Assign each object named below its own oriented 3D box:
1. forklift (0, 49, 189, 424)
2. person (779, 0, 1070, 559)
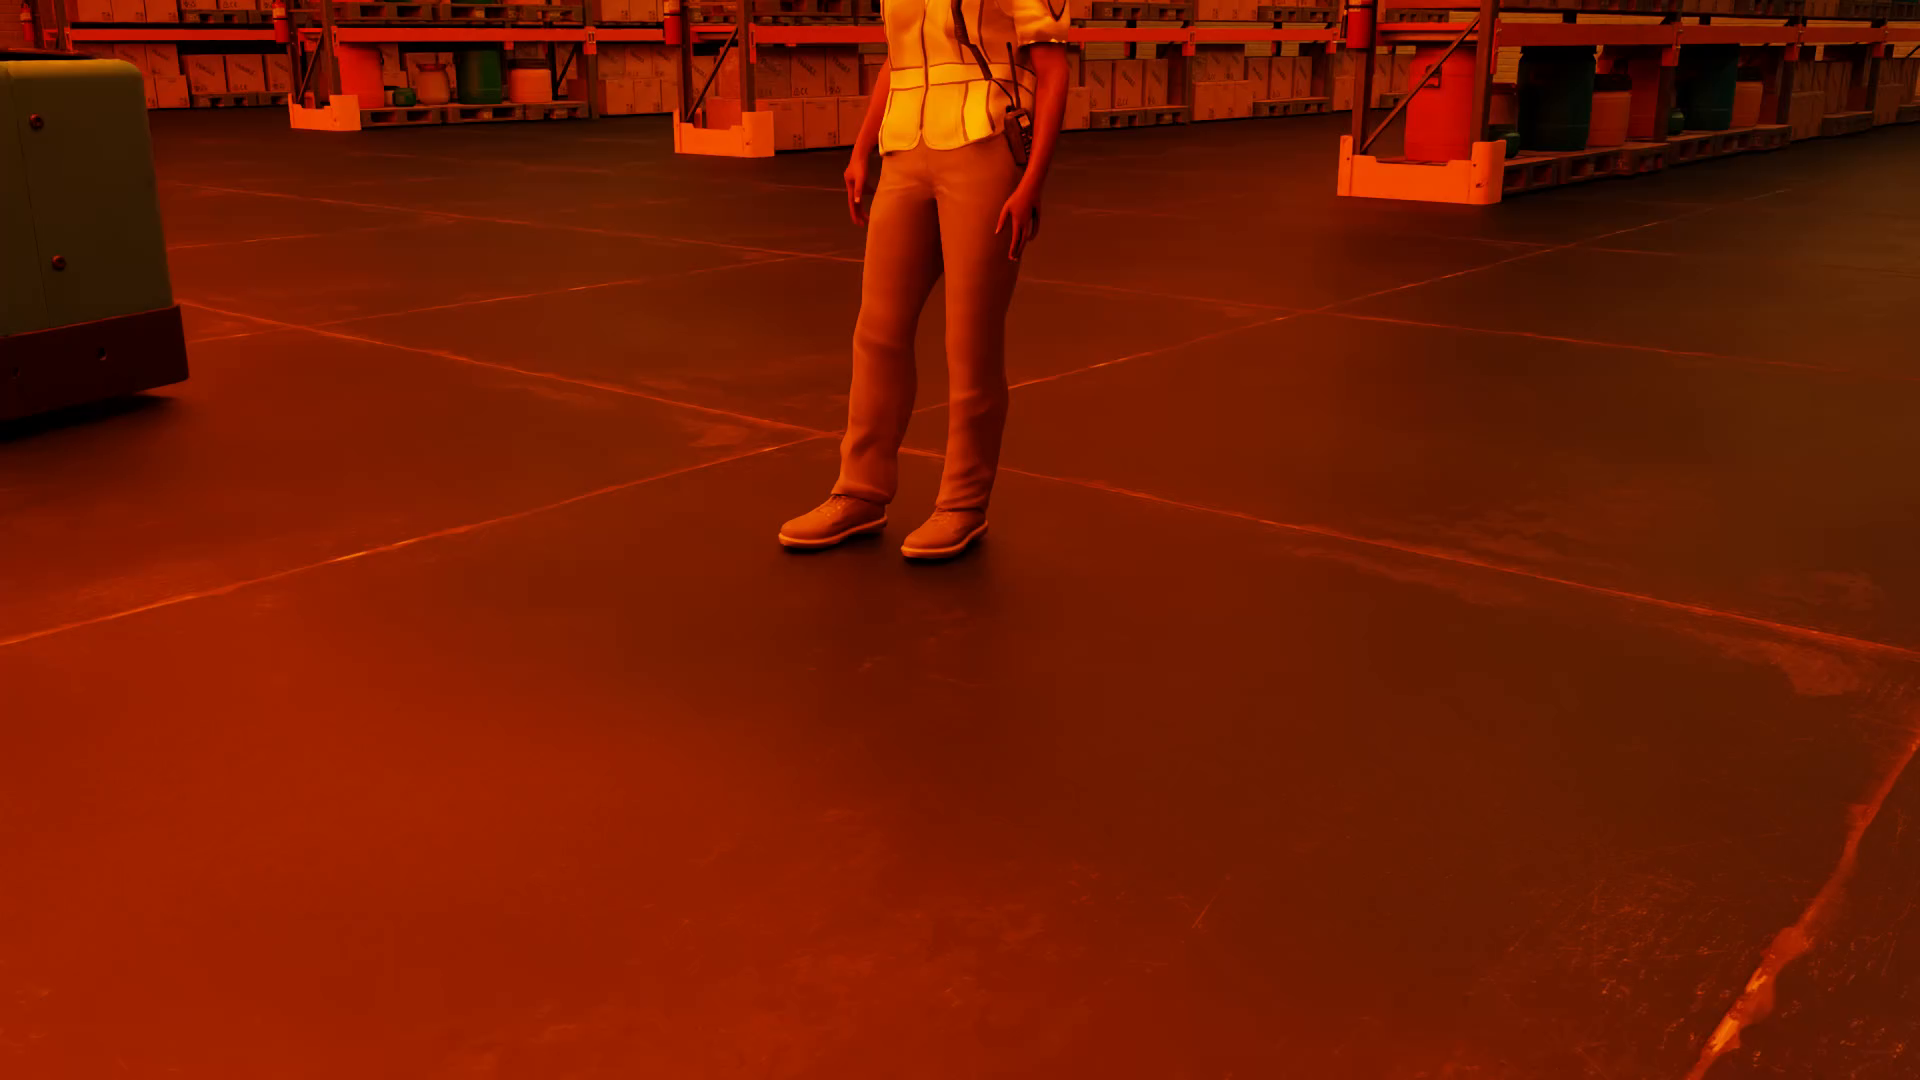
[{"bbox_3d":[-4.082,-1.904,5.167,3.031,2.935,1.130,7,18,22],"label":"forklift"},{"bbox_3d":[-0.063,-0.805,3.651,0.569,1.694,0.530,13,21,37],"label":"person"}]
